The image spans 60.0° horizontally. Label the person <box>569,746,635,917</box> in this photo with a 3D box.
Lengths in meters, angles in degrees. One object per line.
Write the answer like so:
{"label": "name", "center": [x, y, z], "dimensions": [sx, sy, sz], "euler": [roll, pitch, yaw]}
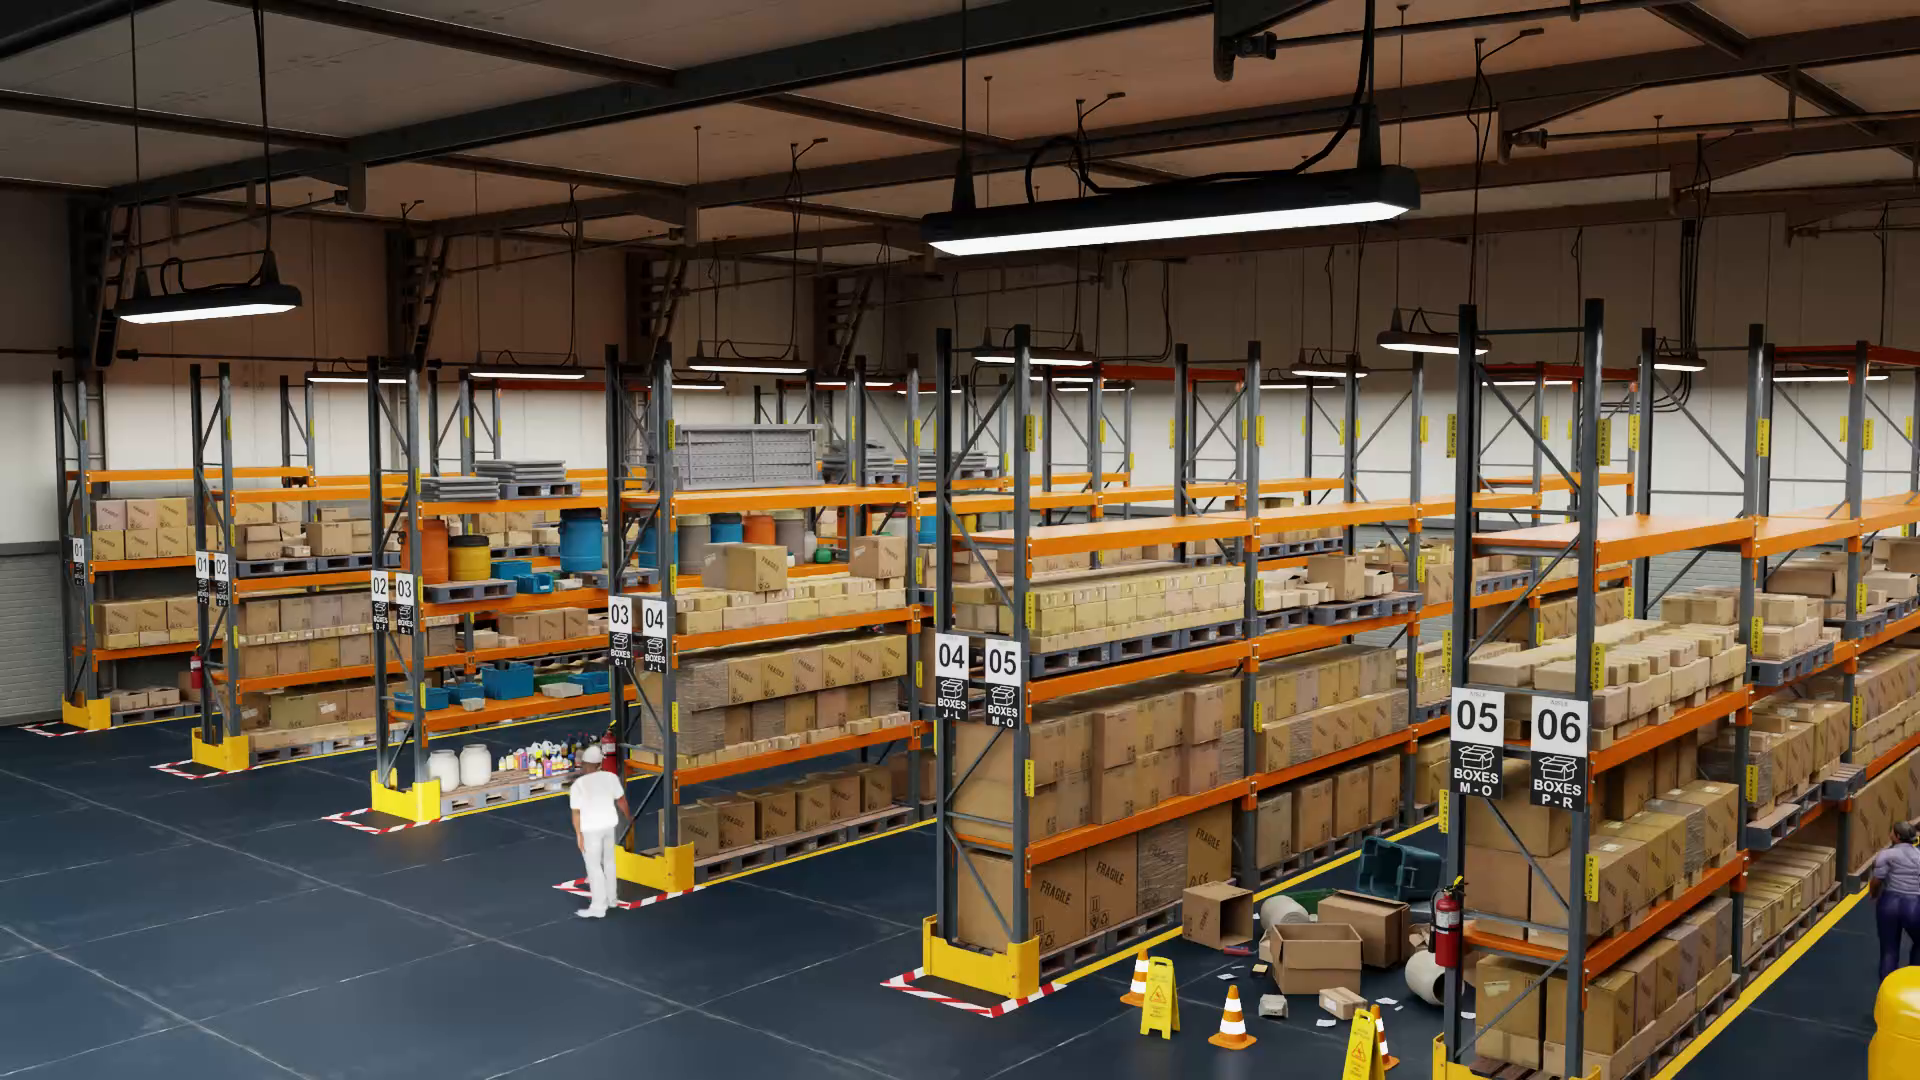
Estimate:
{"label": "person", "center": [-3.745, 3.014, 17.398], "dimensions": [0.431, 1.771, 0.793], "euler": [3, 5, 40]}

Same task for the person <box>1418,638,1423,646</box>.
{"label": "person", "center": [7.005, 2.415, 25.875], "dimensions": [0.624, 1.796, 0.438], "euler": [-4, 6, -42]}

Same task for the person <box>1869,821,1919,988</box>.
{"label": "person", "center": [8.367, 3.331, 14.729], "dimensions": [0.636, 1.668, 0.806], "euler": [3, 5, 40]}
